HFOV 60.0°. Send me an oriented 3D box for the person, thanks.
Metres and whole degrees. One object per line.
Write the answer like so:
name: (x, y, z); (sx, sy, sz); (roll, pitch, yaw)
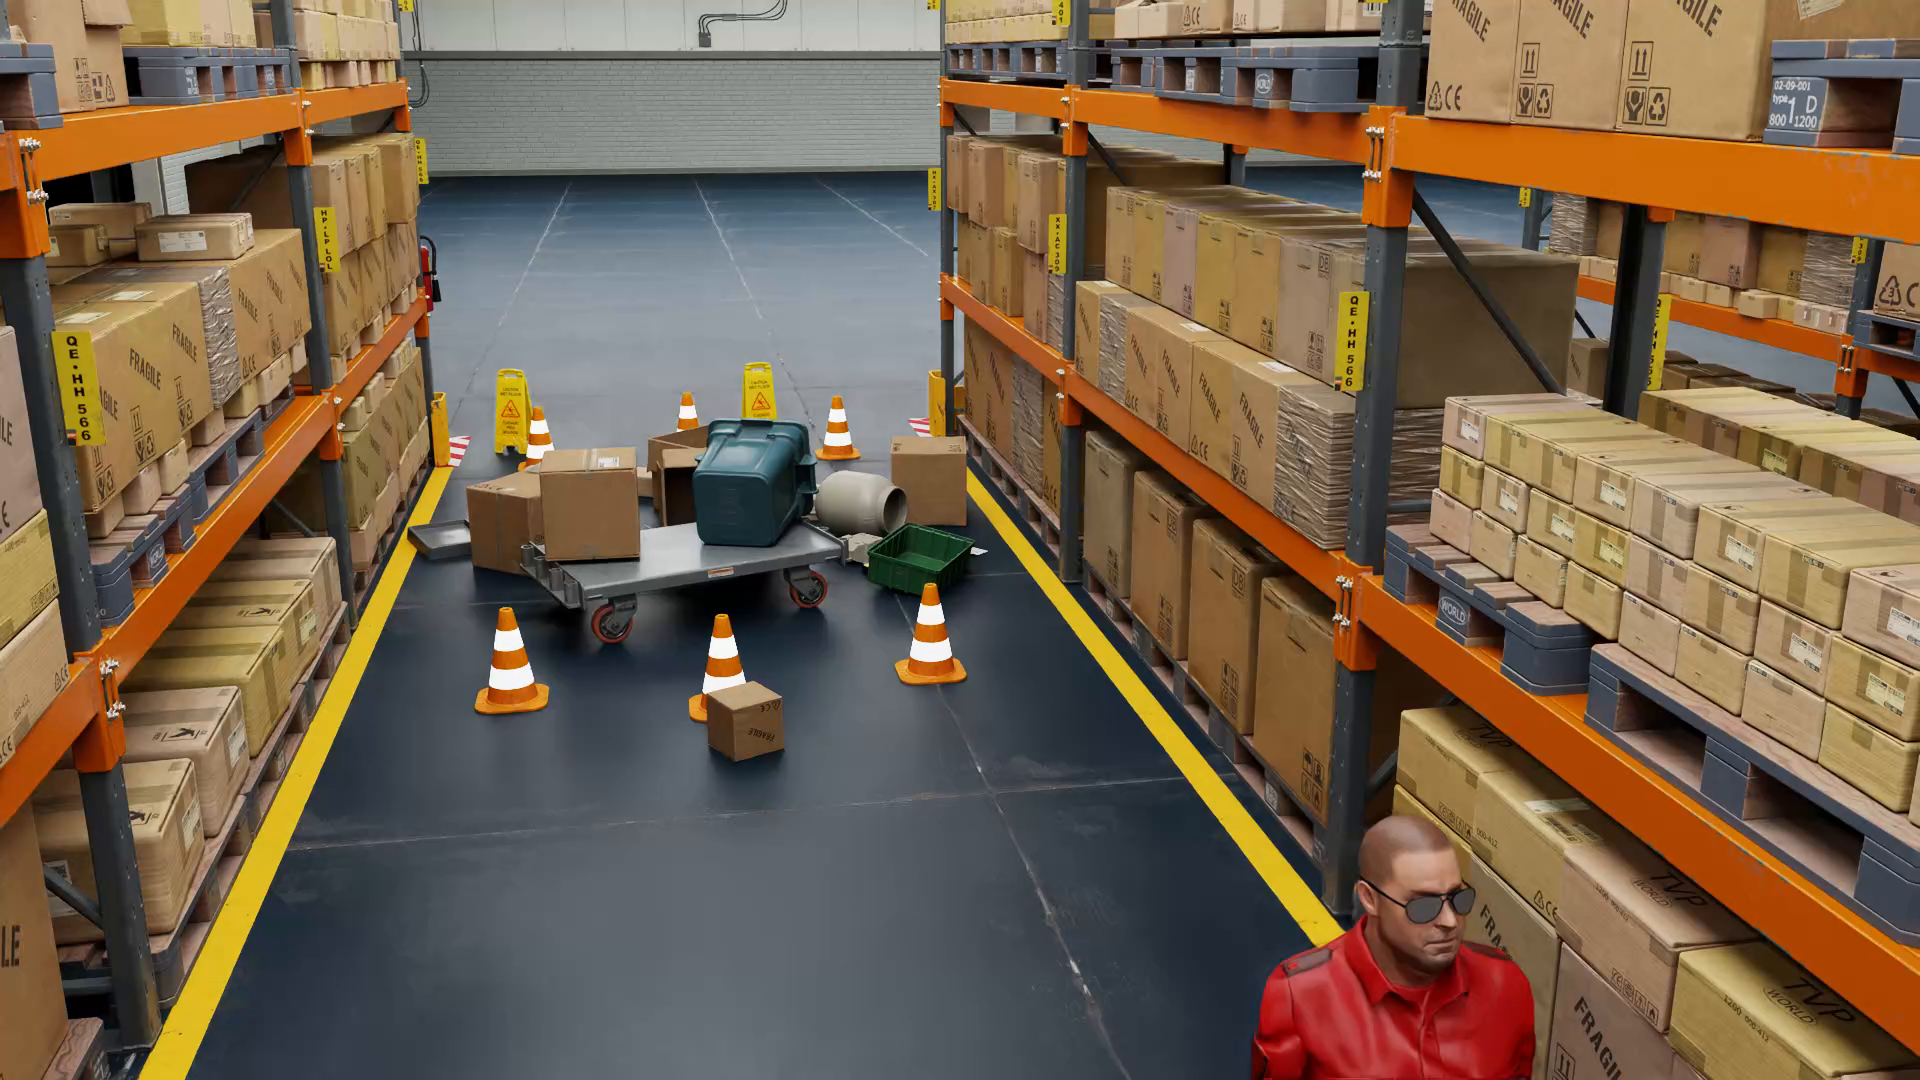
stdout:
person: (0.770, 1.304, 3.031); (0.540, 1.706, 0.656); (-2, 16, -6)
